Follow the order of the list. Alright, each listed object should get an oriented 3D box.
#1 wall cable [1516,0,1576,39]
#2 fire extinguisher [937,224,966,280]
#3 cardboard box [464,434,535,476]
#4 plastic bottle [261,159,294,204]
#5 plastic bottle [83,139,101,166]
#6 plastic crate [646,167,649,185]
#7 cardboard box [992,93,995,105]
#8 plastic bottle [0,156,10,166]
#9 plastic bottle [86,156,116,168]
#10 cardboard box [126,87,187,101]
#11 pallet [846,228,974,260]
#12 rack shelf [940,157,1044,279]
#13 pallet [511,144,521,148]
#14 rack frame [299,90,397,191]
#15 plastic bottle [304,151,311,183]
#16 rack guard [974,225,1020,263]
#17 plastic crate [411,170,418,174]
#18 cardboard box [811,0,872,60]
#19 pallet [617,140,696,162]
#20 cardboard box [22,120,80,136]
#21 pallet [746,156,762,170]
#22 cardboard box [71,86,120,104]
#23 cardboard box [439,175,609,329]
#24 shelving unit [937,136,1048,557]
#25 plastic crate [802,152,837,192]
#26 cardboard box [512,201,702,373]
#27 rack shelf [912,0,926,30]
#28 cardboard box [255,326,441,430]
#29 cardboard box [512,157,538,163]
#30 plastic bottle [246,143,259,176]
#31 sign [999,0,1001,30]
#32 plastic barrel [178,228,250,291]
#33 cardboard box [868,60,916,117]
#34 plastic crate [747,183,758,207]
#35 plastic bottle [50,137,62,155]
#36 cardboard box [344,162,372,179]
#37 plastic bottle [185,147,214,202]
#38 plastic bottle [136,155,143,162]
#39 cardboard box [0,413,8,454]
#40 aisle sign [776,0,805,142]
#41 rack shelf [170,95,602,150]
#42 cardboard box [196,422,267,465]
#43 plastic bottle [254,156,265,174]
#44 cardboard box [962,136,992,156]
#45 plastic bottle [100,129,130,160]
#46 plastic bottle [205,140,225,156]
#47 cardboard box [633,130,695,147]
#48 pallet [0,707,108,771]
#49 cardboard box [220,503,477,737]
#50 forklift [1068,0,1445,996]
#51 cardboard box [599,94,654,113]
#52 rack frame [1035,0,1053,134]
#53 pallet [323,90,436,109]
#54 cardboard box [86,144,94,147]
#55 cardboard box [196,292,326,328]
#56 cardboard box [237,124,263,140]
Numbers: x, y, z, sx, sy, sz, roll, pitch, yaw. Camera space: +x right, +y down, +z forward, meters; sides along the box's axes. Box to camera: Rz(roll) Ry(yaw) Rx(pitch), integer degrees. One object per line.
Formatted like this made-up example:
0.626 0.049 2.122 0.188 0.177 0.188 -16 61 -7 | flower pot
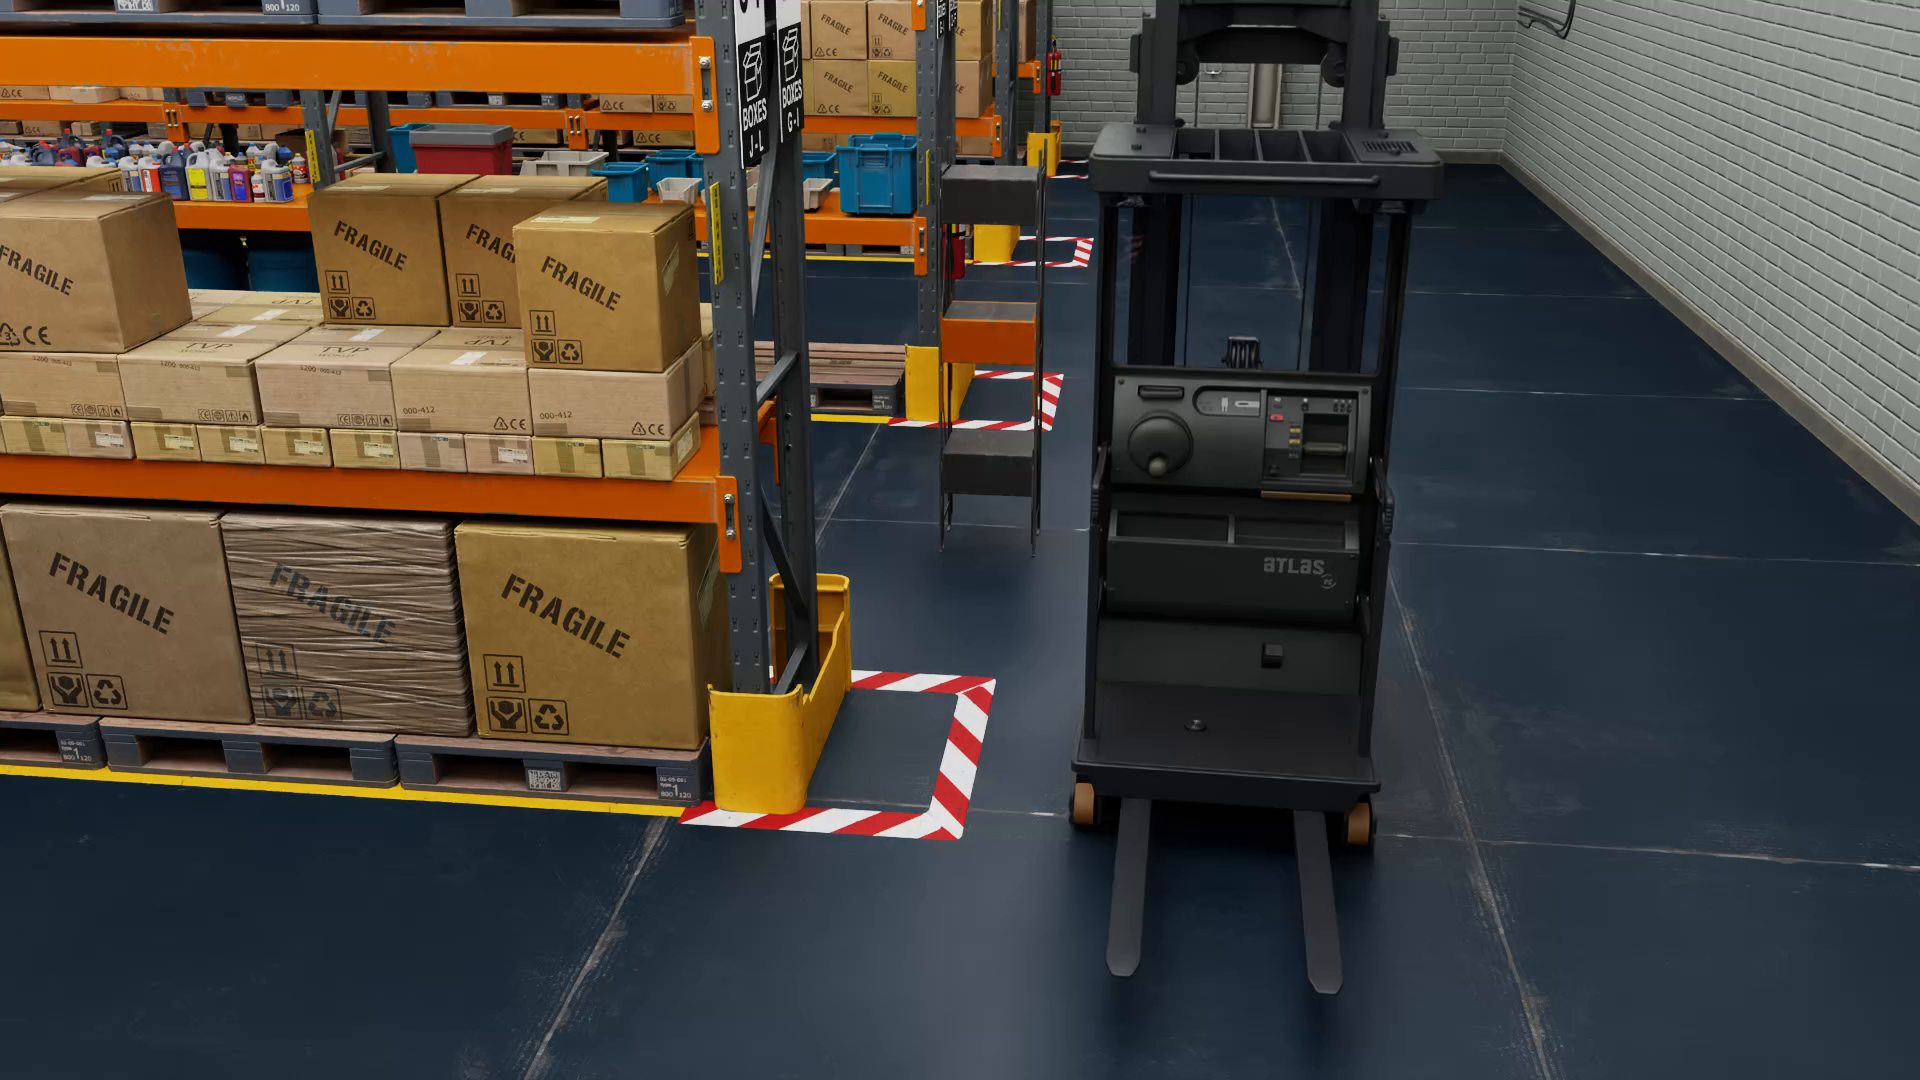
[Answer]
6.591 -6.968 18.549 0.112 2.526 3.097 2 22 6 | wall cable
-0.053 -1.999 10.527 0.183 0.674 0.296 2 22 6 | fire extinguisher
-1.634 -0.372 6.143 0.250 0.149 0.380 3 22 6 | cardboard box
-4.551 -2.395 11.086 0.135 0.276 0.152 2 22 6 | plastic bottle
-6.198 -2.725 11.911 0.133 0.283 0.061 2 22 6 | plastic bottle
-2.357 -2.493 11.443 0.466 0.136 0.293 2 22 6 | plastic crate
0.457 -5.393 20.448 0.250 0.149 0.380 3 22 7 | cardboard box
-6.444 -2.465 11.270 0.097 0.271 0.097 0 22 0 | plastic bottle
-5.779 -2.448 11.221 0.135 0.276 0.152 2 22 6 | plastic bottle
-7.863 -4.525 16.427 0.500 0.311 0.500 4 22 10 | cardboard box
-0.430 -2.929 16.062 1.213 0.211 1.003 2 22 6 | pallet
0.164 -1.608 8.283 0.480 0.518 0.431 2 22 6 | rack shelf
-6.154 -4.985 21.262 1.213 0.211 1.003 2 22 6 | pallet
-4.122 -2.553 11.319 0.127 3.000 1.000 2 22 6 | rack frame
-4.568 -2.677 11.789 0.133 0.283 0.061 2 22 6 | plastic bottle
0.362 -3.030 15.923 0.348 0.500 1.175 2 22 6 | rack guard
-3.677 -2.386 11.173 0.243 0.136 0.396 2 22 6 | plastic crate
-1.055 -4.661 15.154 0.500 0.500 0.500 3 22 8 | cardboard box
-3.731 -4.880 20.995 1.213 0.211 1.003 2 22 6 | pallet
-11.936 -5.589 21.799 0.500 0.500 0.500 1 22 2 | cardboard box
-2.210 -4.812 20.825 1.213 0.211 1.003 2 22 6 | pallet
-8.433 -4.356 16.220 0.250 0.149 0.380 2 22 6 | cardboard box
-1.674 -1.130 6.498 0.500 0.500 0.500 2 22 5 | cardboard box
0.164 -0.969 8.536 0.503 2.100 0.431 2 22 6 | shelving unit
-1.010 -2.490 11.304 0.300 0.233 0.416 2 22 6 | plastic crate
-1.247 -0.914 5.952 0.500 0.500 0.500 3 22 7 | cardboard box
-2.136 -3.527 10.681 4.000 0.370 1.077 2 22 6 | rack shelf
-2.254 -0.609 6.199 0.500 0.250 0.500 2 22 4 | cardboard box
-4.518 -3.533 16.597 0.500 0.500 0.500 3 22 7 | cardboard box
-5.012 -2.684 11.823 0.097 0.271 0.097 0 22 0 | plastic bottle
0.352 -4.672 14.674 0.005 0.325 0.100 2 22 6 | sign
-5.363 -1.833 11.780 0.708 0.901 0.600 2 22 6 | plastic barrel
-0.555 -4.176 15.288 0.500 0.500 0.500 3 22 7 | cardboard box
-1.267 -2.273 10.885 0.243 0.136 0.396 2 22 6 | plastic crate
-6.507 -2.761 12.002 0.133 0.283 0.061 2 22 6 | plastic bottle
-6.071 -3.409 16.284 0.500 0.500 0.500 2 22 6 | cardboard box
-5.073 -2.451 11.126 0.185 0.351 0.144 2 22 6 | plastic bottle
-5.552 -2.482 11.314 0.097 0.271 0.097 0 22 0 | plastic bottle
-3.666 -0.461 6.367 0.250 0.149 0.380 2 22 5 | cardboard box
-0.626 -1.887 6.098 0.004 0.787 0.394 2 22 6 | aisle sign
-5.521 -4.114 16.244 4.000 0.370 1.077 2 22 6 | rack shelf
-2.643 -0.417 6.255 0.250 0.149 0.380 3 22 7 | cardboard box
-4.896 -2.590 11.680 0.097 0.201 0.097 0 22 0 | plastic bottle
0.309 -5.024 20.397 0.500 0.500 0.700 2 22 6 | cardboard box
-6.038 -2.757 11.899 0.185 0.351 0.144 2 22 6 | plastic bottle
-5.318 -2.709 11.871 0.133 0.283 0.061 2 22 6 | plastic bottle
-3.617 -5.347 20.737 0.750 0.750 0.750 3 22 7 | cardboard box
-3.959 0.613 7.102 1.213 0.211 1.003 2 22 6 | pallet
-2.281 0.183 6.716 0.875 0.875 0.875 2 22 6 | cardboard box
1.002 -0.377 5.908 1.130 2.935 3.031 3 22 8 | forklift
-3.061 -4.287 15.567 0.500 0.500 0.500 3 22 8 | cardboard box
1.016 -5.997 20.030 0.127 3.000 1.000 2 22 6 | rack frame
-5.576 -4.363 16.157 1.213 0.211 1.003 2 22 6 | pallet
-9.022 -3.885 17.092 0.500 0.311 0.500 2 22 5 | cardboard box
-2.712 -0.824 6.743 0.500 0.250 0.500 2 22 5 | cardboard box
-9.146 -5.492 21.553 0.500 0.500 0.700 3 22 7 | cardboard box
